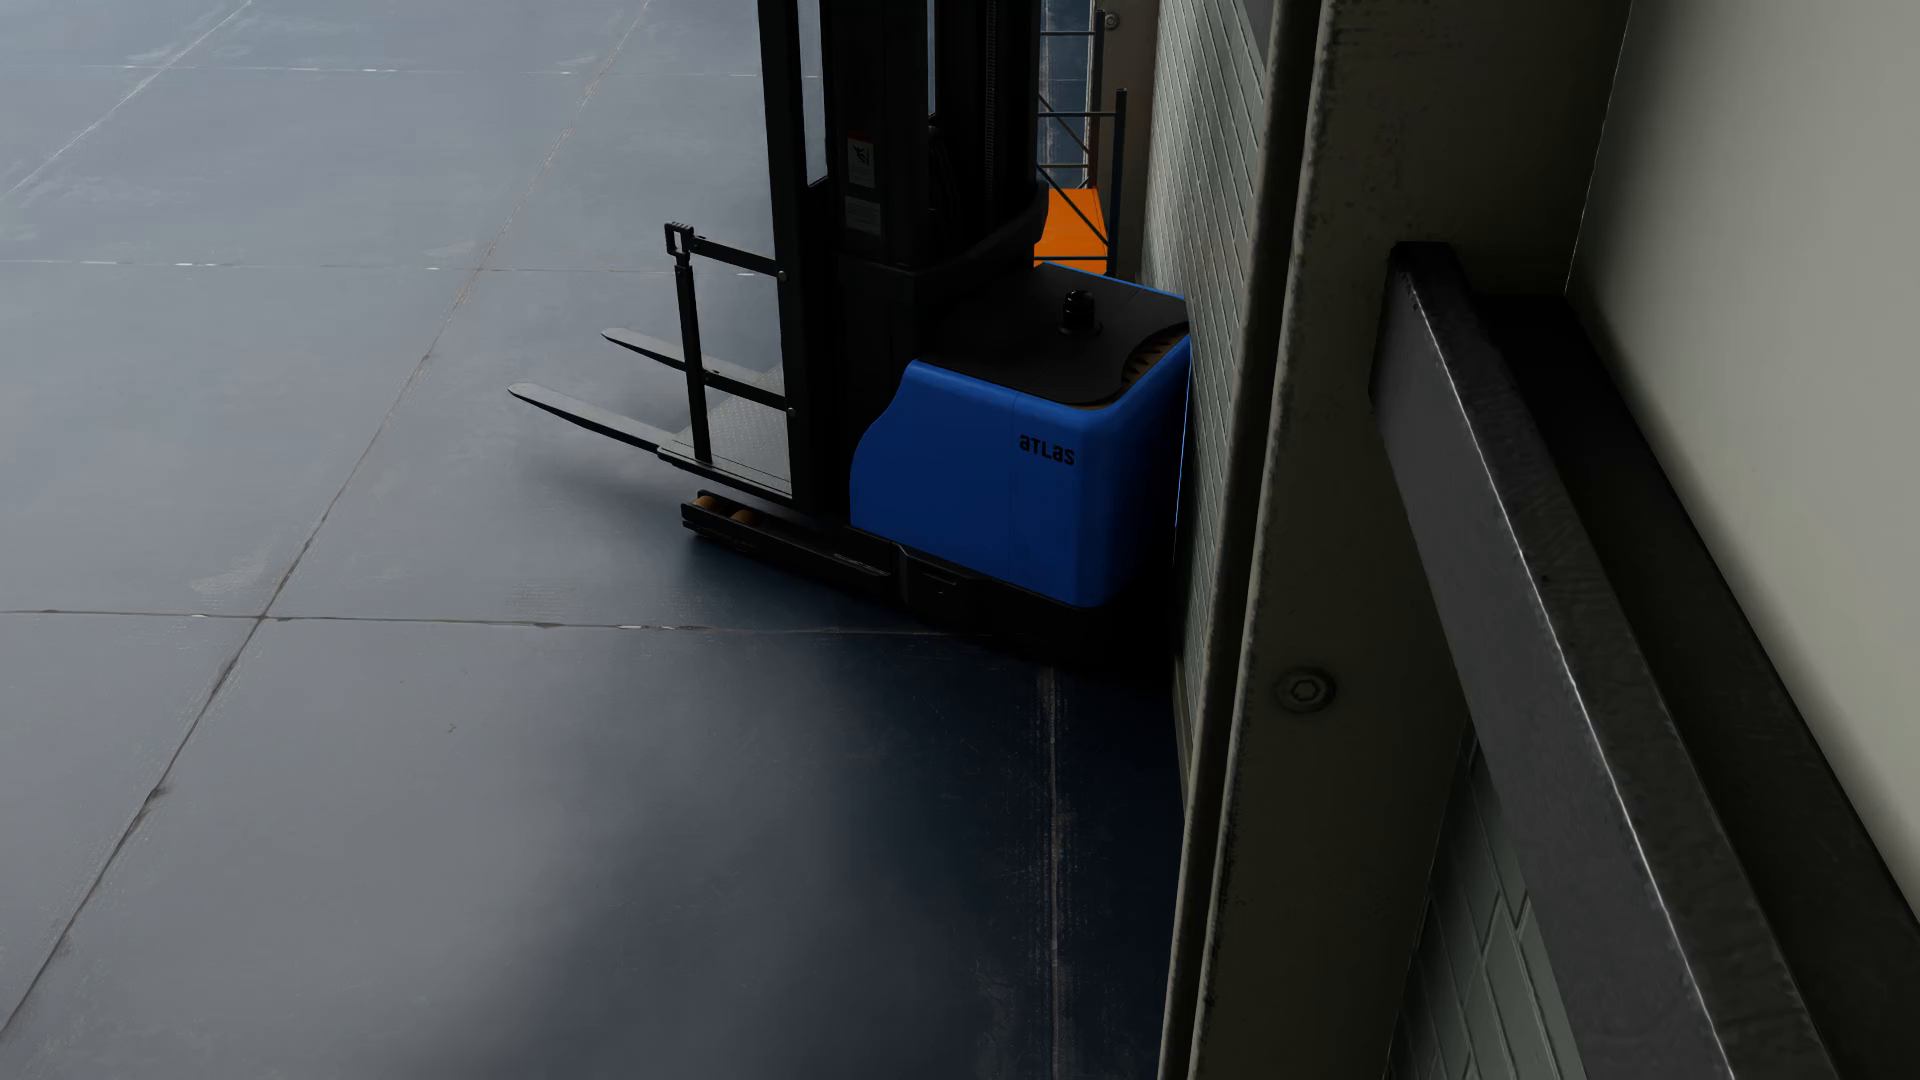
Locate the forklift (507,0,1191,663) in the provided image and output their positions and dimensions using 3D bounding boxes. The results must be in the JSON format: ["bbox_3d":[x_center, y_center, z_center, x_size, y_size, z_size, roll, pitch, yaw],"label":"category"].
[{"bbox_3d":[-0.529,-1.388,6.175,3.031,2.935,1.130,20,40,25],"label":"forklift"}]

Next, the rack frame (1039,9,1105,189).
[{"bbox_3d":[0.411,-1.796,8.001,0.500,1.500,0.032,0,35,-1],"label":"rack frame"}]

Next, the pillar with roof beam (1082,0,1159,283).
[{"bbox_3d":[-3.523,-5.134,6.229,9.100,9.000,0.400,1,35,2],"label":"pillar with roof beam"}]

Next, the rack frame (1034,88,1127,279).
[{"bbox_3d":[0.427,-1.211,7.169,0.500,1.500,0.032,0,35,-1],"label":"rack frame"}]

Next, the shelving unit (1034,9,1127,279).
[{"bbox_3d":[0.419,-1.509,7.593,0.587,1.500,1.083,0,35,-1],"label":"shelving unit"}]

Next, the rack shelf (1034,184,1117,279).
[{"bbox_3d":[0.419,-1.357,7.689,0.538,0.185,1.000,0,35,-1],"label":"rack shelf"}]
